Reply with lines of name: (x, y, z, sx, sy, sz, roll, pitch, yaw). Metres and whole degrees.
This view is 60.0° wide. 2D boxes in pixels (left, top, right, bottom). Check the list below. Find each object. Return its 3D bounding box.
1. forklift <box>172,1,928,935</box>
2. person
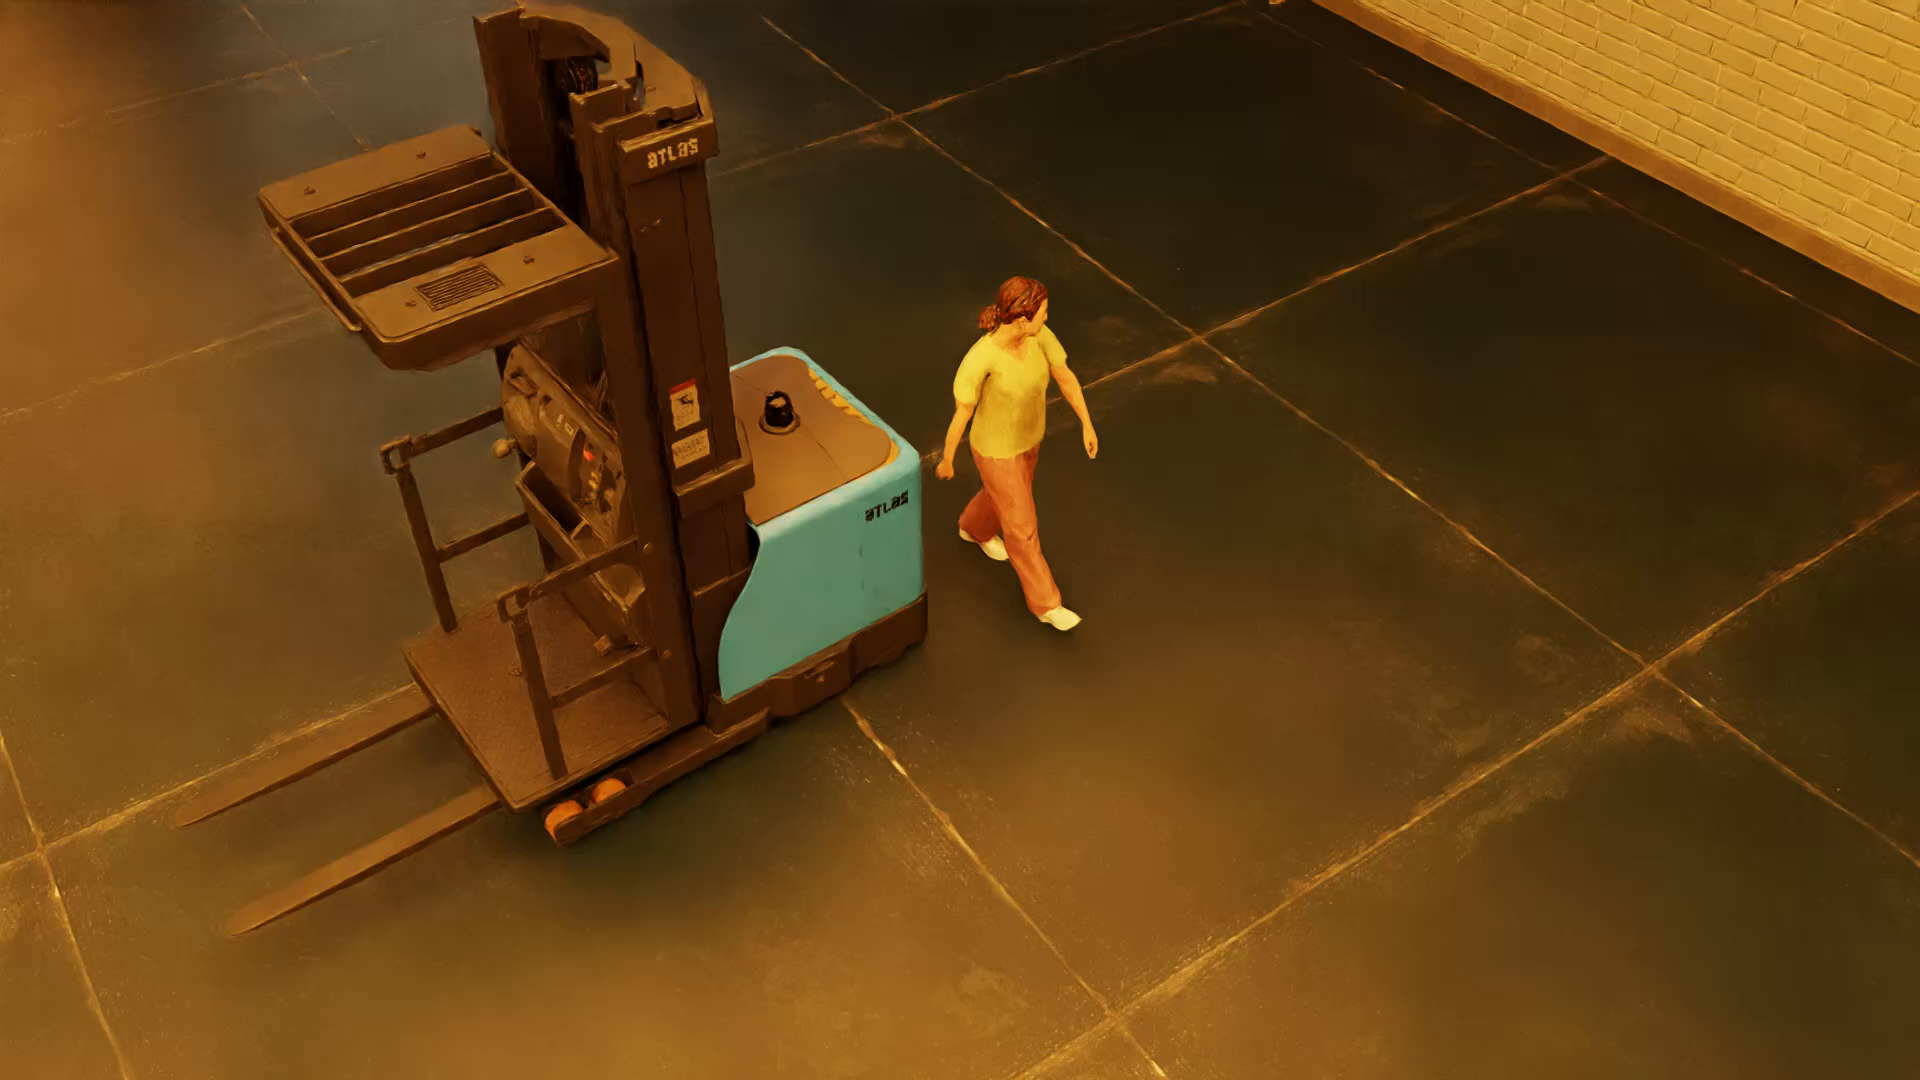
forklift: (-1.623, -0.290, 6.030, 3.031, 2.935, 1.130, -27, 49, -26)
person: (0.258, -0.375, 7.096, 0.890, 1.622, 0.603, 30, 51, 29)
